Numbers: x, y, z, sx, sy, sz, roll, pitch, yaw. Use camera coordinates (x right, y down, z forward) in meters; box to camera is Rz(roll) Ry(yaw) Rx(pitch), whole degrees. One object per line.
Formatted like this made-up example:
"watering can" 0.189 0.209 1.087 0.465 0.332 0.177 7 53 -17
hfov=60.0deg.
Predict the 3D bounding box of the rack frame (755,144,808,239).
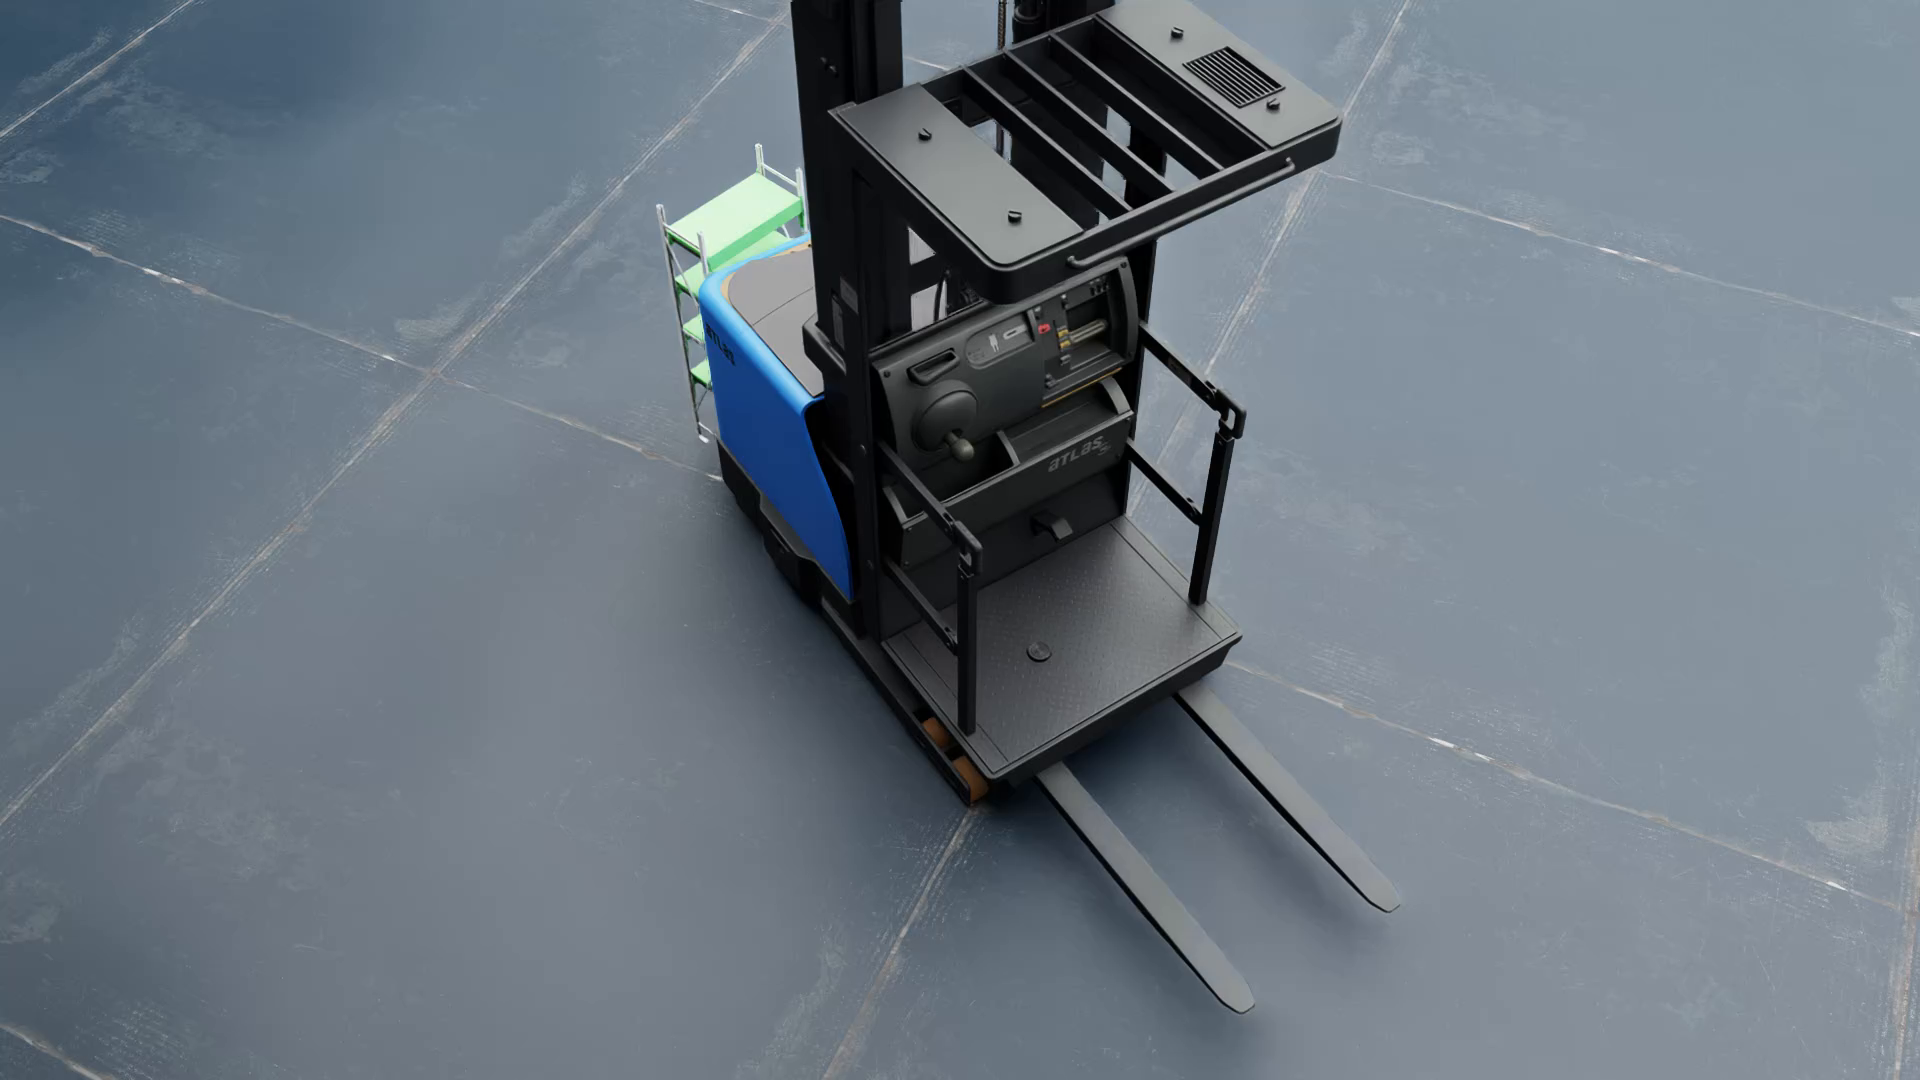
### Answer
"rack frame" -0.677 -1.038 6.661 0.240 1.200 0.015 35 58 26

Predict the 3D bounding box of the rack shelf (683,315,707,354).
"rack shelf" -0.842 -0.860 6.593 0.258 0.148 0.480 35 58 26

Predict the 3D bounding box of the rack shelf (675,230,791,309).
"rack shelf" -0.842 -1.015 6.410 0.258 0.148 0.480 35 58 26

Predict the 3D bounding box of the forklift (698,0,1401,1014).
"forklift" 0.283 -0.462 5.034 1.130 2.935 3.031 -27 55 -21

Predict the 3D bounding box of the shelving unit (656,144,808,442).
"shelving unit" -0.842 -0.901 6.544 0.258 1.200 0.503 35 58 26

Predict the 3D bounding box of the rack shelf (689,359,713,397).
"rack shelf" -0.842 -0.704 6.775 0.258 0.148 0.480 35 58 26

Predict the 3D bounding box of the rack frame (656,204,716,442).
"rack frame" -1.006 -0.764 6.427 0.240 1.200 0.015 35 58 26

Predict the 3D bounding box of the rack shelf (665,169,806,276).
"rack shelf" -0.842 -1.171 6.227 0.258 0.148 0.480 35 58 26
